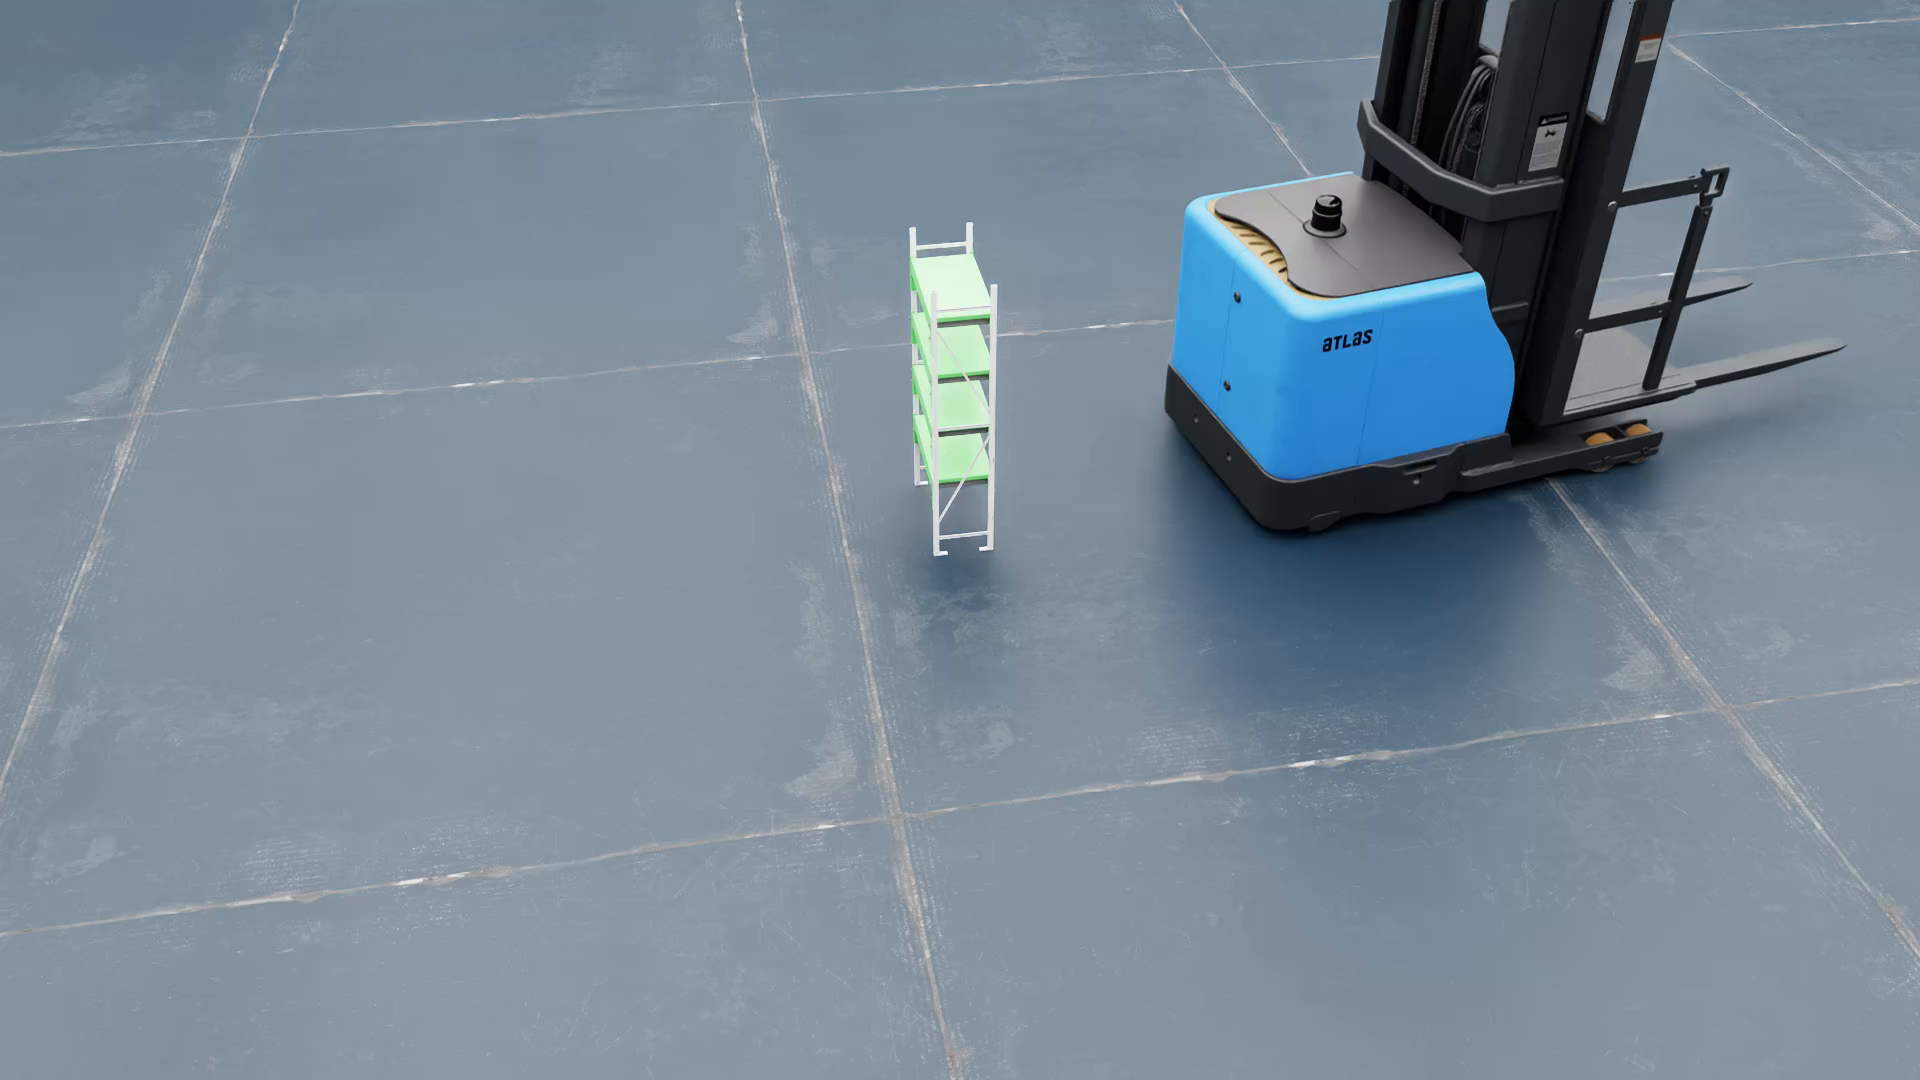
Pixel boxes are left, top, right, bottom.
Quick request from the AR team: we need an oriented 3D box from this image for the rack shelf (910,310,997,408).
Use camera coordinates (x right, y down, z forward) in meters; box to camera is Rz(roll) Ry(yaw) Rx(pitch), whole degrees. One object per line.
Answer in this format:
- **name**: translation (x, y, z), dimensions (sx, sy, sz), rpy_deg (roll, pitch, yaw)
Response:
- **rack shelf**: translation (-0.029, -0.713, 6.403), dimensions (0.258, 0.148, 0.480), rpy_deg (-6, 38, -8)

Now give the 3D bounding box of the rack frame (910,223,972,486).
- **rack frame**: translation (-0.072, -0.721, 6.700), dimensions (0.240, 1.200, 0.015), rpy_deg (-6, 38, -8)

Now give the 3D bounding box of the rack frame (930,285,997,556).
- **rack frame**: translation (0.014, -0.426, 6.321), dimensions (0.240, 1.200, 0.015), rpy_deg (-6, 38, -8)

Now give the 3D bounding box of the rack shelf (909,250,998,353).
- **rack shelf**: translation (-0.029, -0.902, 6.255), dimensions (0.258, 0.148, 0.480), rpy_deg (-6, 38, -8)

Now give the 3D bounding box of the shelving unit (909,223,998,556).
- **shelving unit**: translation (-0.029, -0.574, 6.511), dimensions (0.258, 1.200, 0.503), rpy_deg (-6, 38, -8)

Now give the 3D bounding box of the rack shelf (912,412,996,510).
- **rack shelf**: translation (-0.029, -0.334, 6.697), dimensions (0.258, 0.148, 0.480), rpy_deg (-6, 38, -8)

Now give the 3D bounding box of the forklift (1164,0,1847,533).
- **forklift**: translation (2.480, -1.740, 6.601), dimensions (3.031, 2.935, 1.130), rpy_deg (-13, 40, -16)

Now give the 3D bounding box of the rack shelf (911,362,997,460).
- **rack shelf**: translation (-0.029, -0.523, 6.550), dimensions (0.258, 0.148, 0.480), rpy_deg (-6, 38, -8)
